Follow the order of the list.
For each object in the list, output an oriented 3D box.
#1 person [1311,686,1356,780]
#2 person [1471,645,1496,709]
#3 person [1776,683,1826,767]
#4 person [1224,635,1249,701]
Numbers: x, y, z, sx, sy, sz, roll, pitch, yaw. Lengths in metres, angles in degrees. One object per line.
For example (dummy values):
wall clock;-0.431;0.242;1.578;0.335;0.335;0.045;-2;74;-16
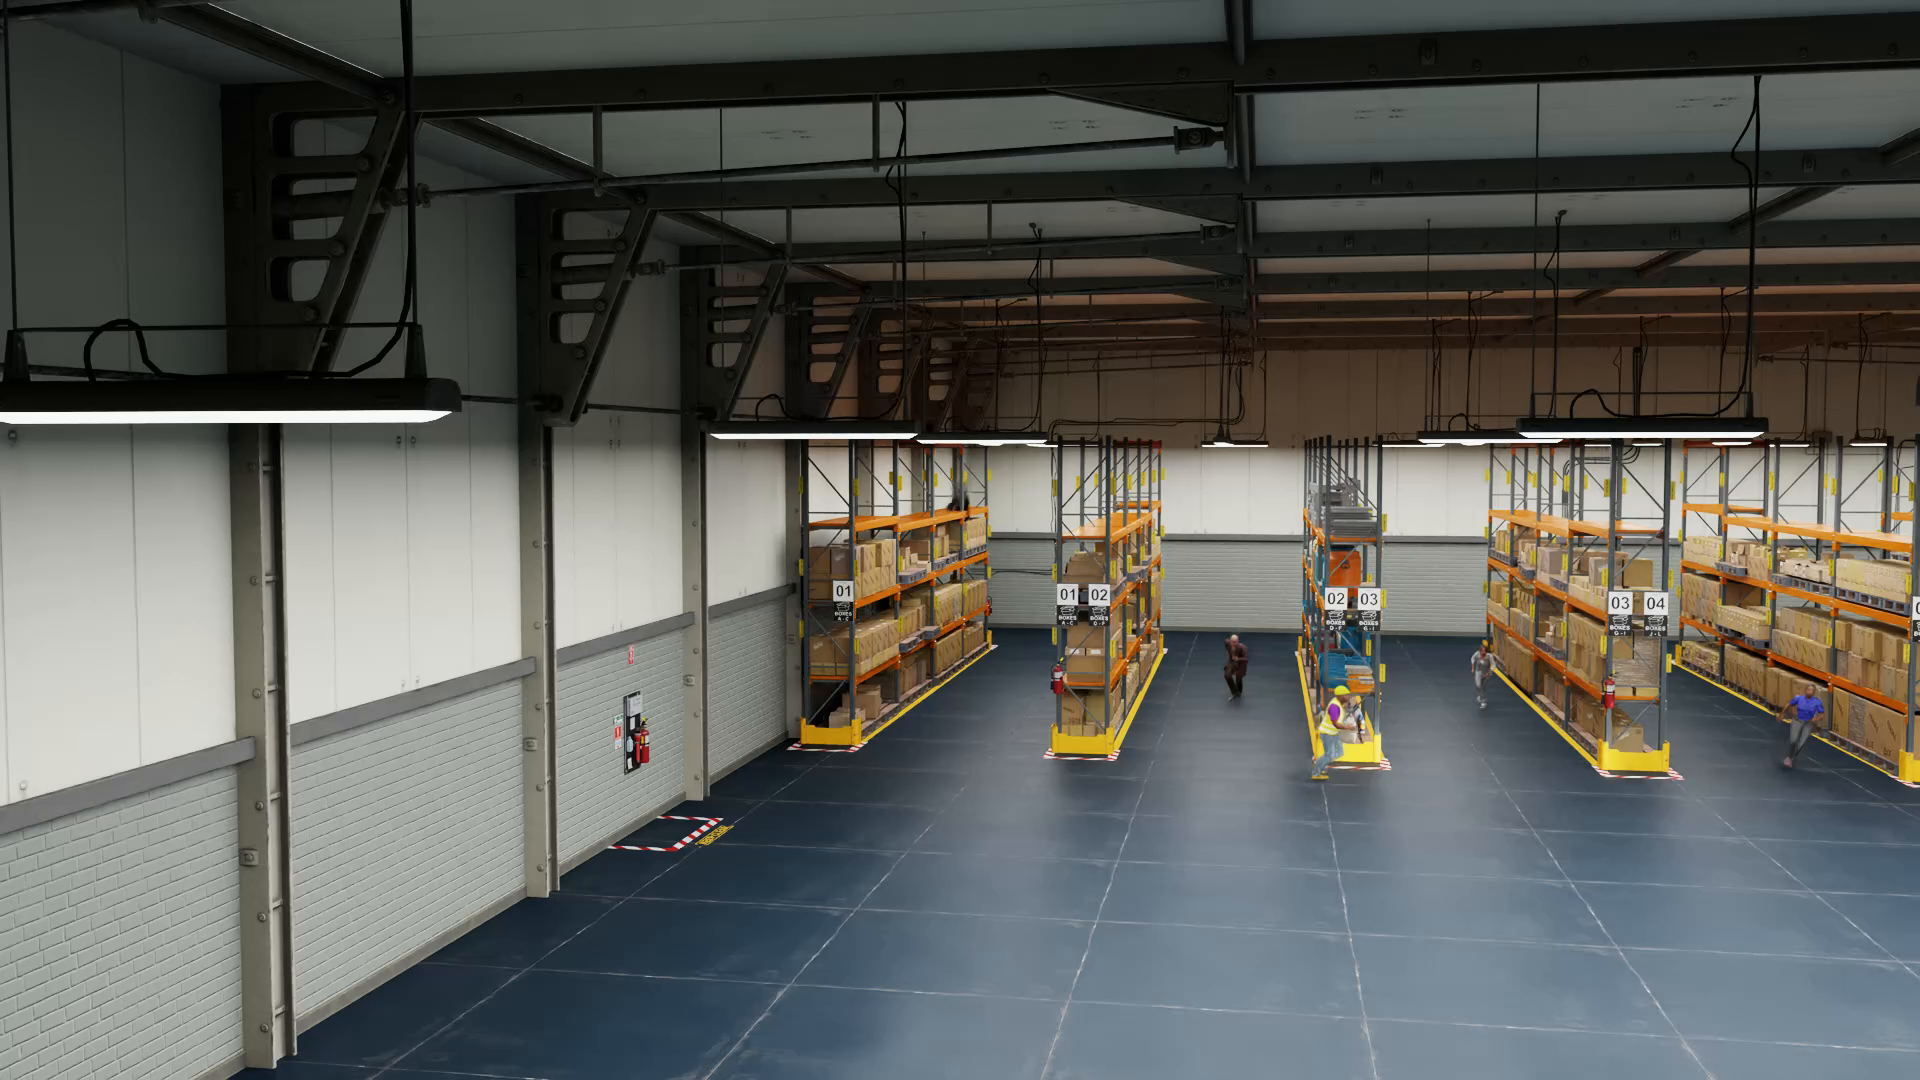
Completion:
person;6.477;3.338;28.790;0.780;1.655;0.708;1;3;23
person;11.673;3.003;37.084;0.528;1.433;1.003;1;3;18
person;15.091;3.336;29.803;0.750;1.548;0.672;1;3;18
person;6.353;2.907;38.097;0.696;1.556;1.240;1;3;26
